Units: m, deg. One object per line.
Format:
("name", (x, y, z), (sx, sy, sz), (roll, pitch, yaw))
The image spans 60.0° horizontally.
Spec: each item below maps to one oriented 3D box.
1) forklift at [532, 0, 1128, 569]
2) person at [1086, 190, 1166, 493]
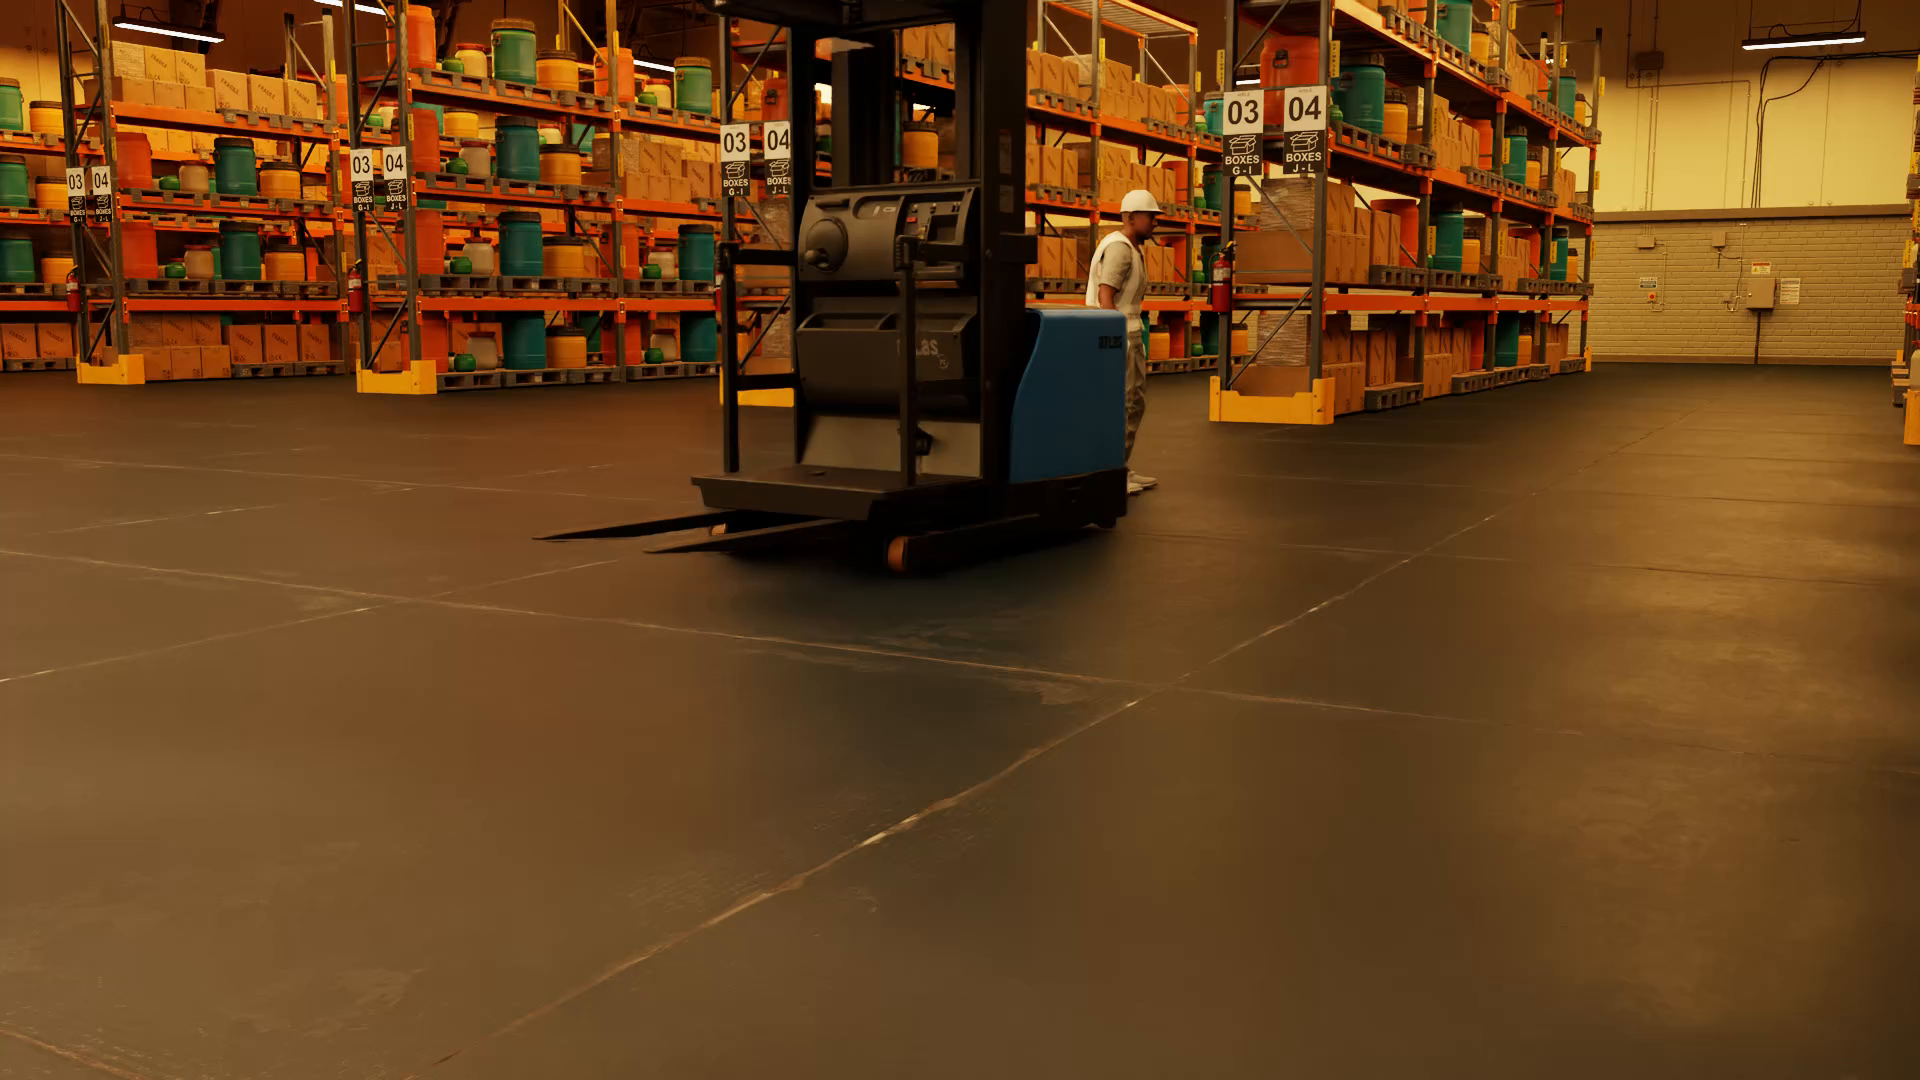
("forklift", (-0.453, -1.383, 7.111), (1.130, 2.935, 3.031), (6, 10, 36))
("person", (0.980, -1.178, 9.882), (0.451, 1.772, 0.618), (3, 8, 20))
